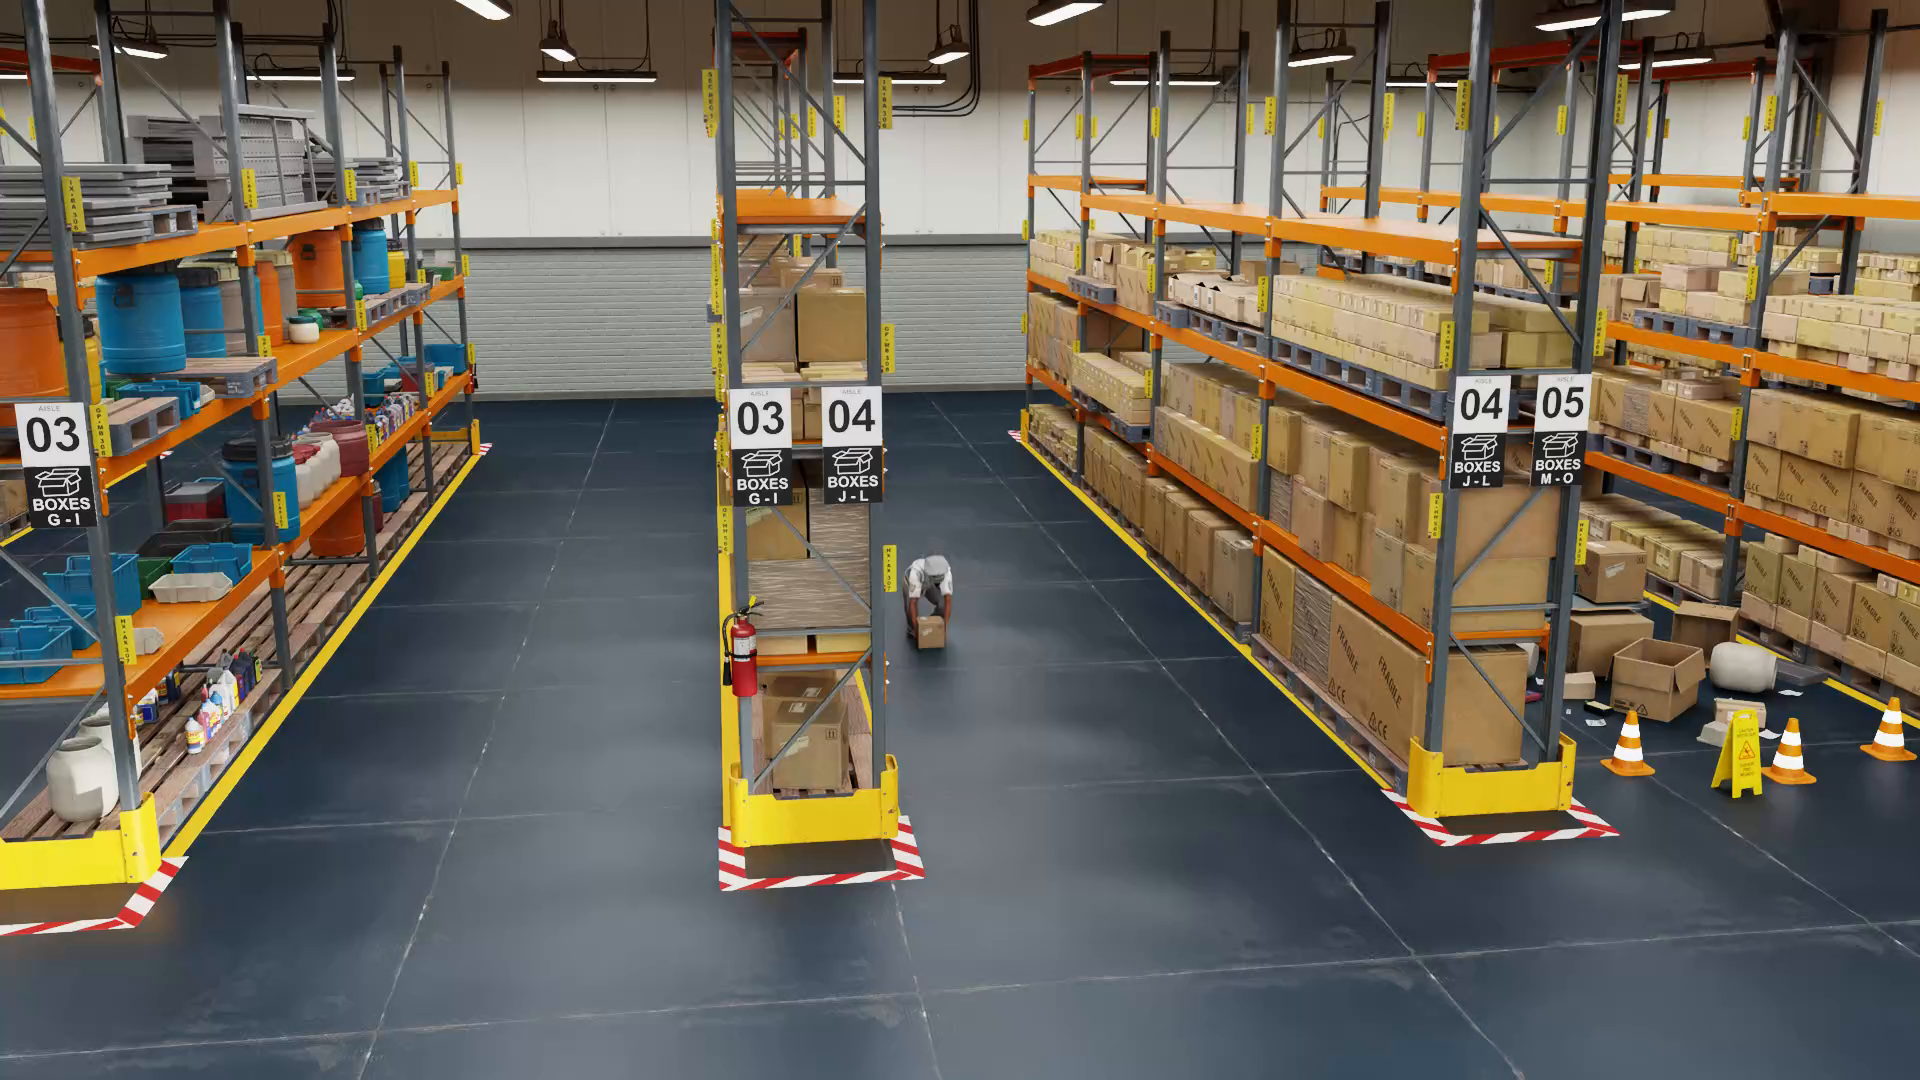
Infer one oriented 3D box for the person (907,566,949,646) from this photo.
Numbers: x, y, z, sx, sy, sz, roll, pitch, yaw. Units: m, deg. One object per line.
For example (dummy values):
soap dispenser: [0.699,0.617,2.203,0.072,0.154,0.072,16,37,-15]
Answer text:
person: [-0.316,0.617,16.448,0.390,0.842,0.783,-2,13,-9]
